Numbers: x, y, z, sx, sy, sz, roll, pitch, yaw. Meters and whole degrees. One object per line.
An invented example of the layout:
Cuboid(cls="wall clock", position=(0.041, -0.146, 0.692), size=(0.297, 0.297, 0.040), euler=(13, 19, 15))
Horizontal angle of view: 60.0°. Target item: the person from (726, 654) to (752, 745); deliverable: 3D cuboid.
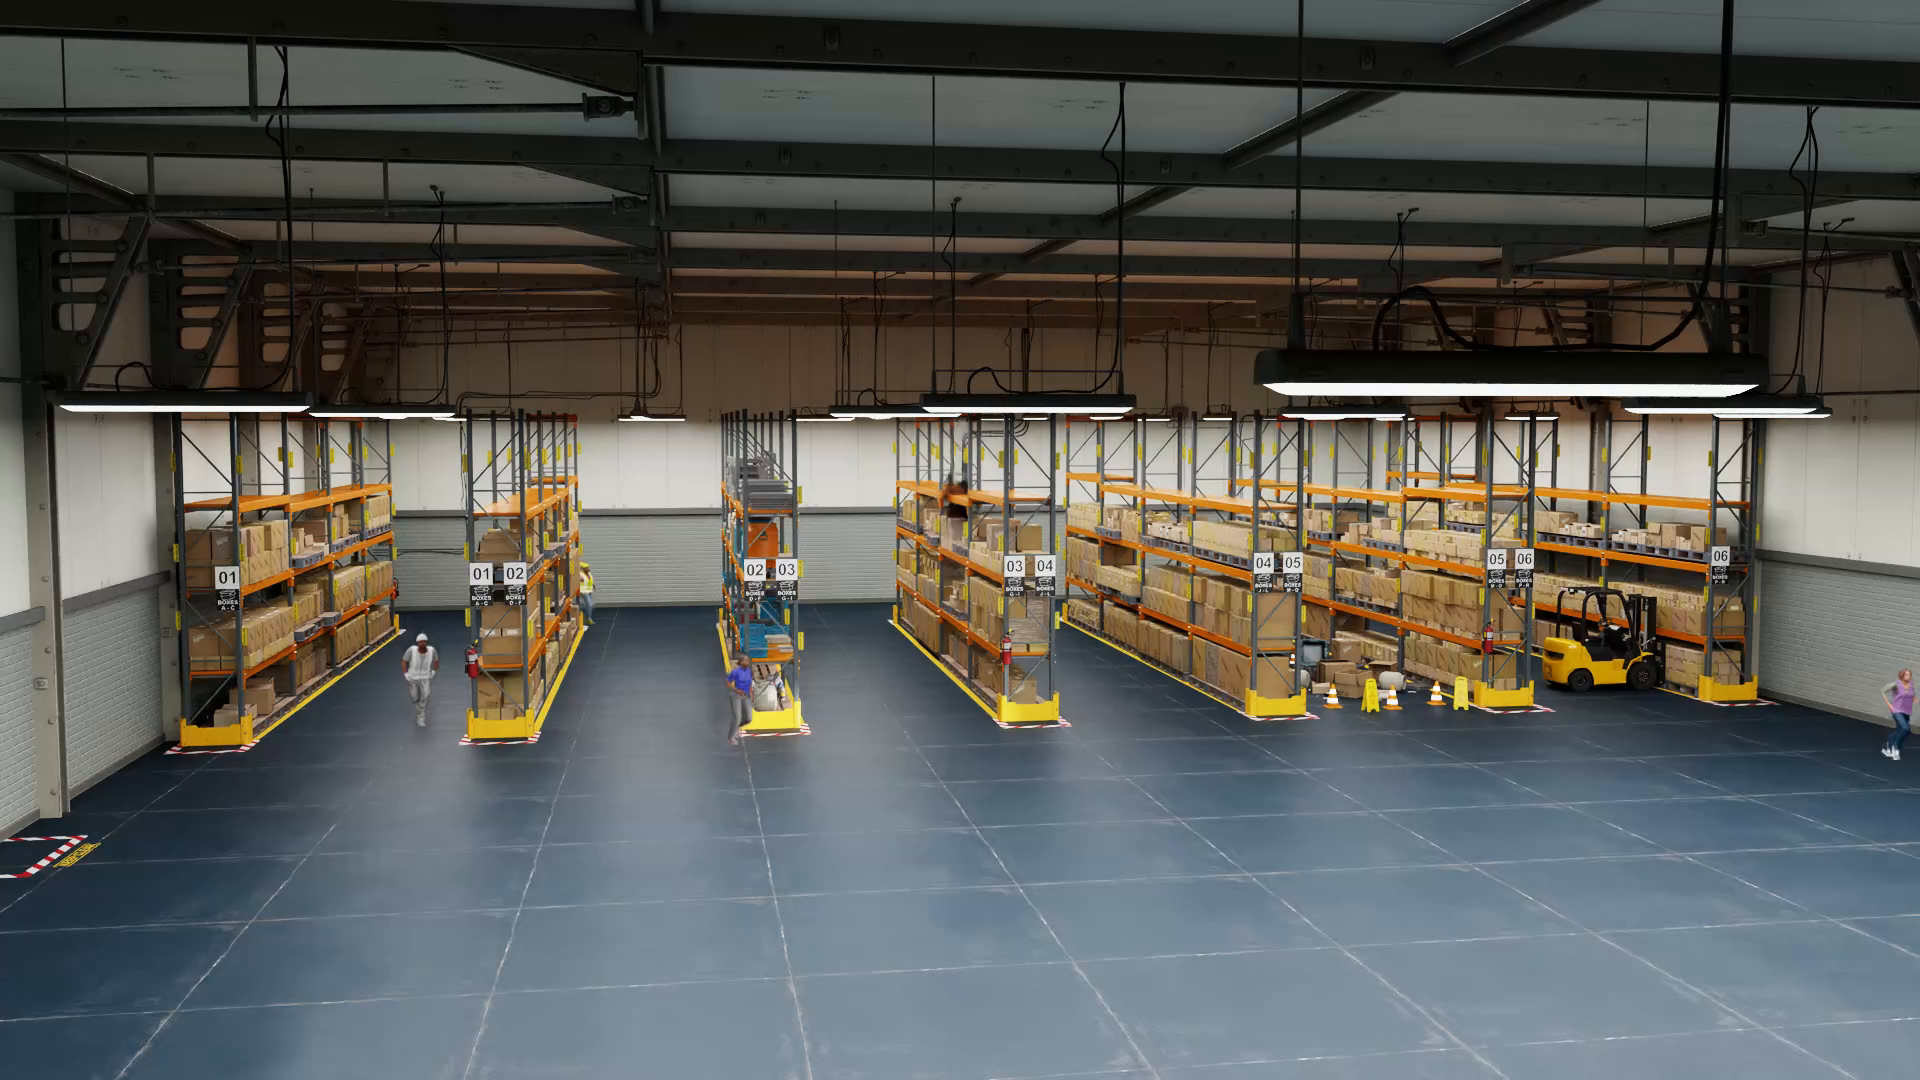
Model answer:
Cuboid(cls="person", position=(-3.934, 2.854, 29.951), size=(0.578, 1.582, 0.512), euler=(-4, 5, -44))

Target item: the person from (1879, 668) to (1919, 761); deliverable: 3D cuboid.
Cuboid(cls="person", position=(15.984, 2.956, 28.267), size=(0.524, 1.573, 0.695), euler=(-1, 4, -14))

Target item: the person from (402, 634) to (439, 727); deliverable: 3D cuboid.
Cuboid(cls="person", position=(-10.319, 2.654, 31.817), size=(0.688, 1.757, 0.891), euler=(-2, 4, -22))

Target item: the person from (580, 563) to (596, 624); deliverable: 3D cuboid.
Cuboid(cls="person", position=(-10.785, 1.533, 47.862), size=(0.668, 1.745, 0.738), euler=(2, 4, 23))
